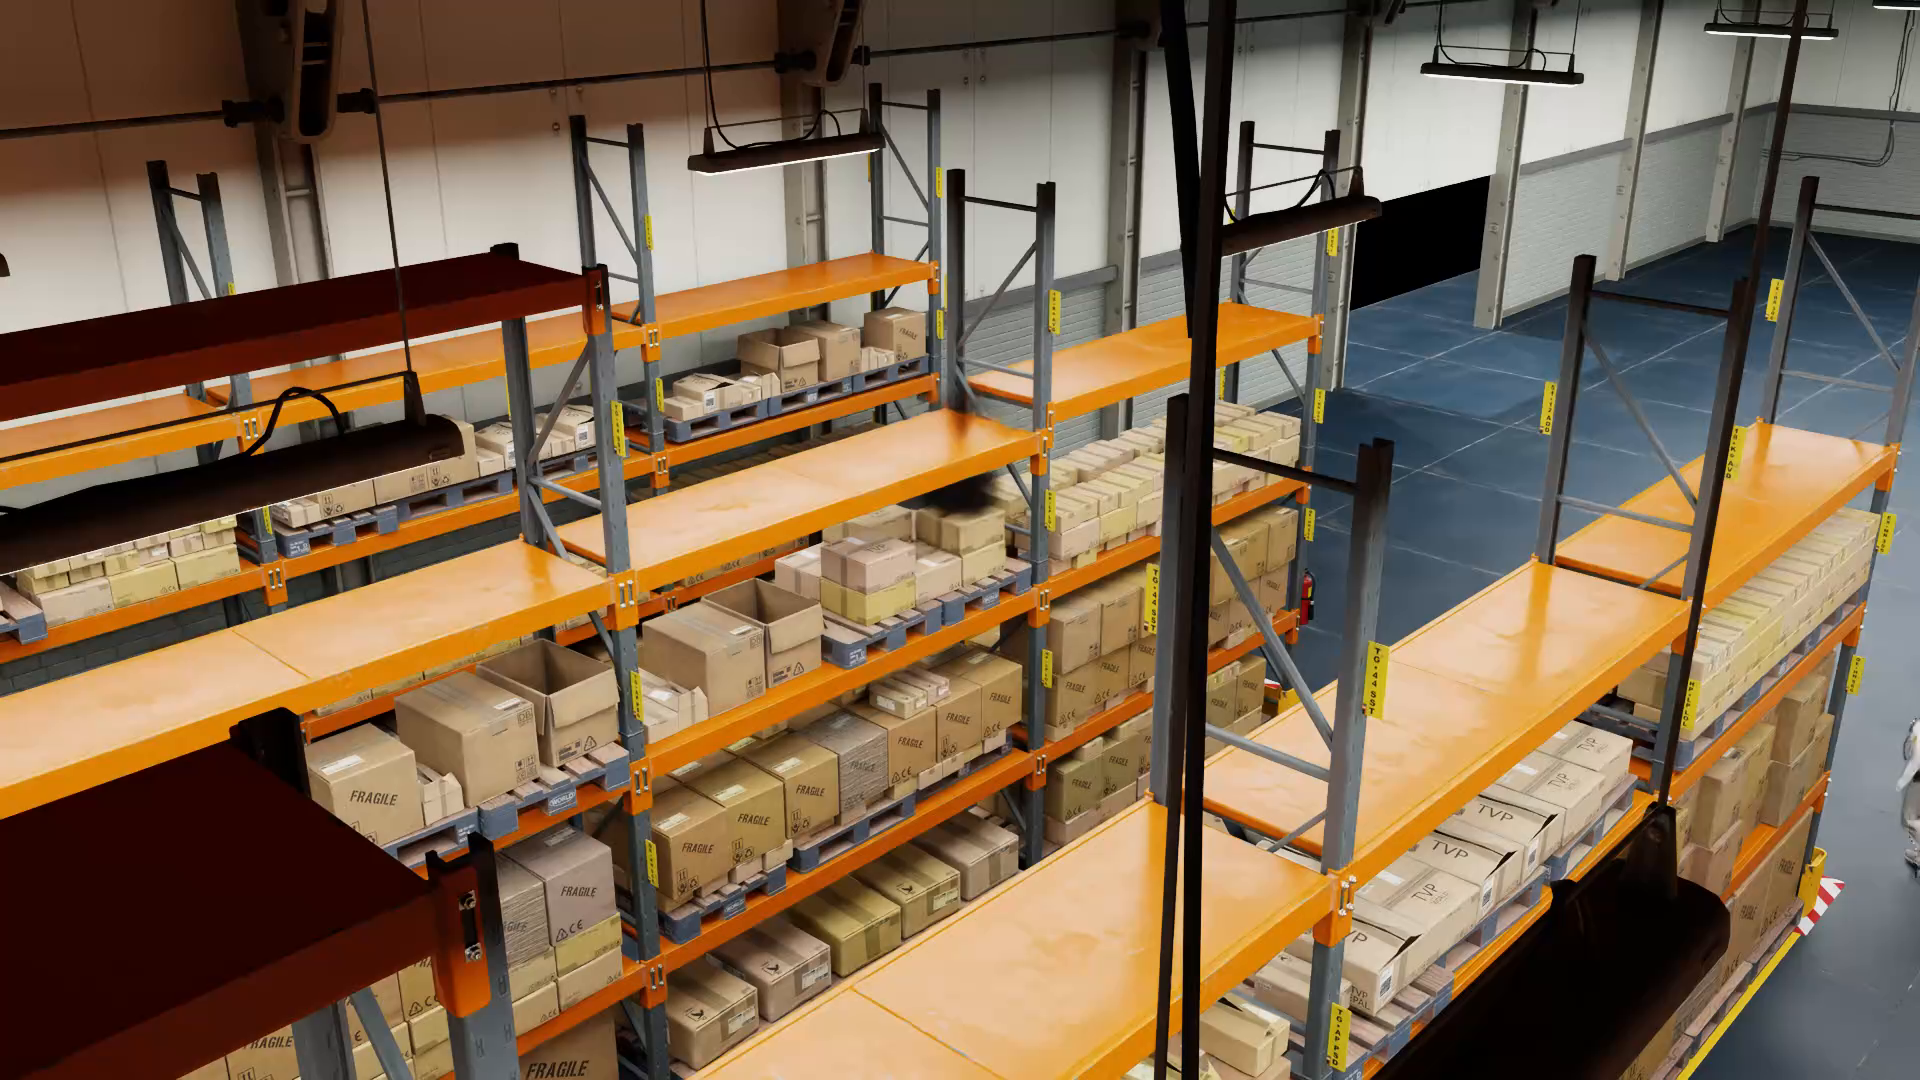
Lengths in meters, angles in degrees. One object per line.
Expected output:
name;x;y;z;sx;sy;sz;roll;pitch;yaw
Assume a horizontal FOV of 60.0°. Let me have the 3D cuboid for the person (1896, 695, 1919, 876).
person;8.455;2.098;14.399;0.575;1.603;0.701;-8;23;-19
